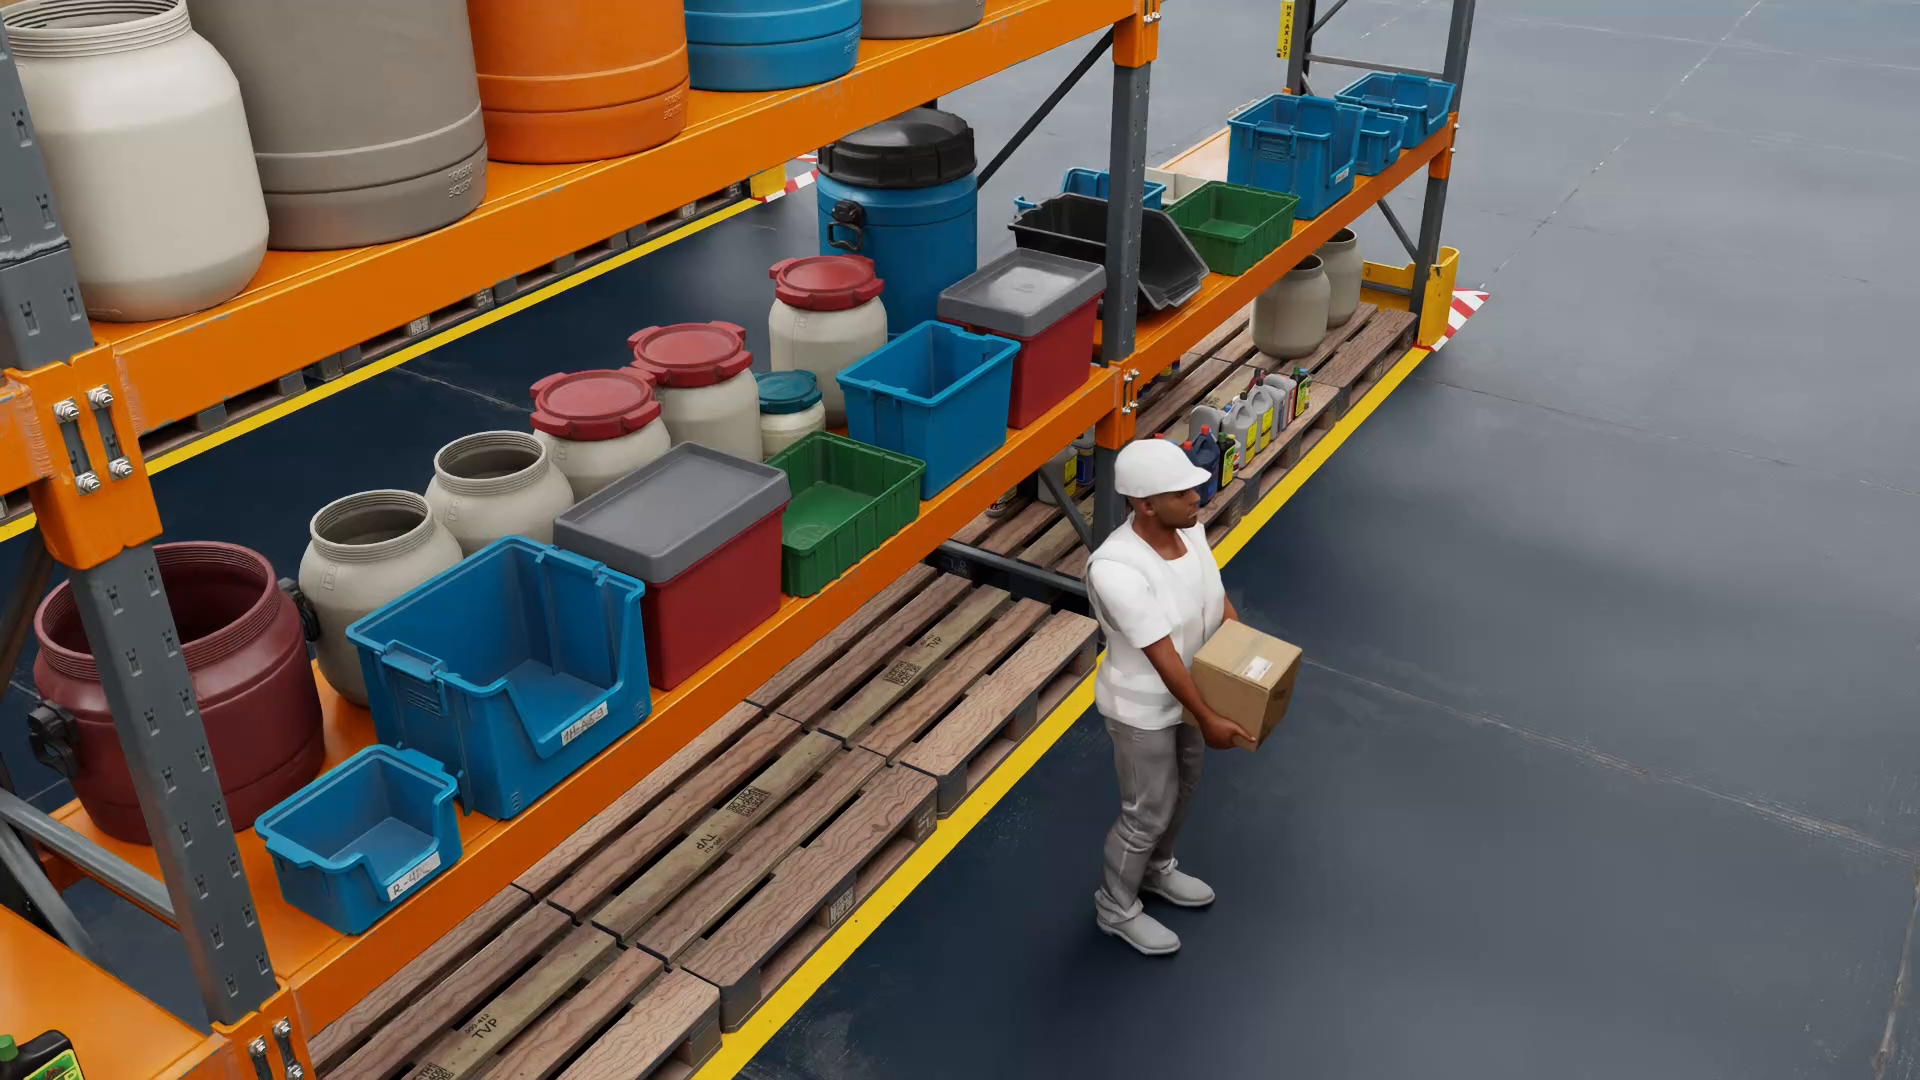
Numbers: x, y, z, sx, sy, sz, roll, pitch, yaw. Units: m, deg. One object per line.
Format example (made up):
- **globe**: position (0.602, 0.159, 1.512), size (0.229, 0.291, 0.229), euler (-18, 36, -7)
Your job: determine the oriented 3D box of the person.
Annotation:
- **person**: position (0.708, 0.519, 5.223), size (0.586, 1.762, 0.502), euler (18, 35, 27)
